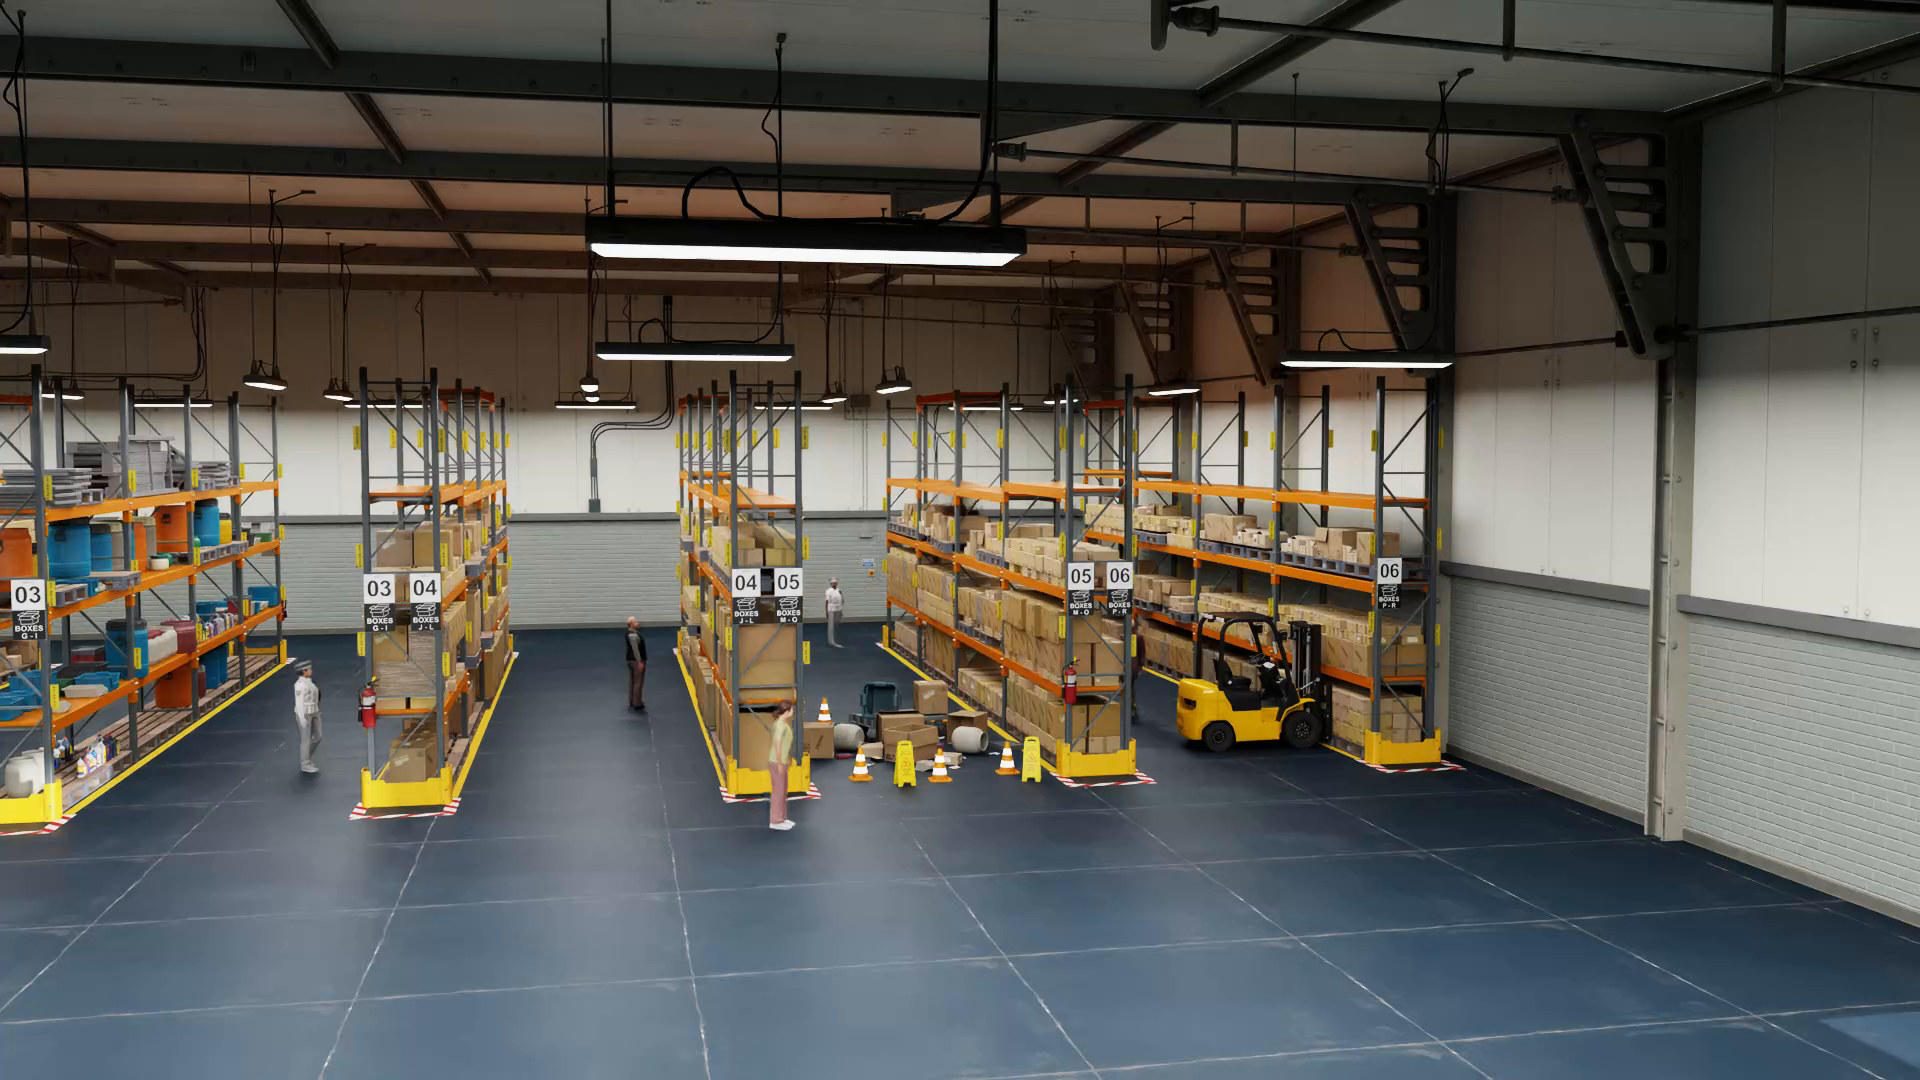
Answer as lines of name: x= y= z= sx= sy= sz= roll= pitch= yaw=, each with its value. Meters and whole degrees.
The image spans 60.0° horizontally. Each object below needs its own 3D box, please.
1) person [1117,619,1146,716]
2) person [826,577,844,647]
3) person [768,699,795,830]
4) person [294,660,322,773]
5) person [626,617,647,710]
person: x=3.062 y=2.325 z=30.176 sx=0.606 sy=1.808 sz=0.583 roll=-1 pitch=4 yaw=-19
person: x=-3.018 y=1.754 z=40.468 sx=0.463 sy=1.699 sz=0.514 roll=-3 pitch=4 yaw=-40
person: x=-2.309 y=2.891 z=21.479 sx=0.345 sy=1.687 sz=0.475 roll=0 pitch=3 yaw=-5
person: x=-9.915 y=2.667 z=25.266 sx=0.460 sy=1.700 sz=0.540 roll=1 pitch=3 yaw=10
person: x=-6.037 y=2.293 z=31.147 sx=0.483 sy=1.715 sz=0.579 roll=-2 pitch=4 yaw=-34
